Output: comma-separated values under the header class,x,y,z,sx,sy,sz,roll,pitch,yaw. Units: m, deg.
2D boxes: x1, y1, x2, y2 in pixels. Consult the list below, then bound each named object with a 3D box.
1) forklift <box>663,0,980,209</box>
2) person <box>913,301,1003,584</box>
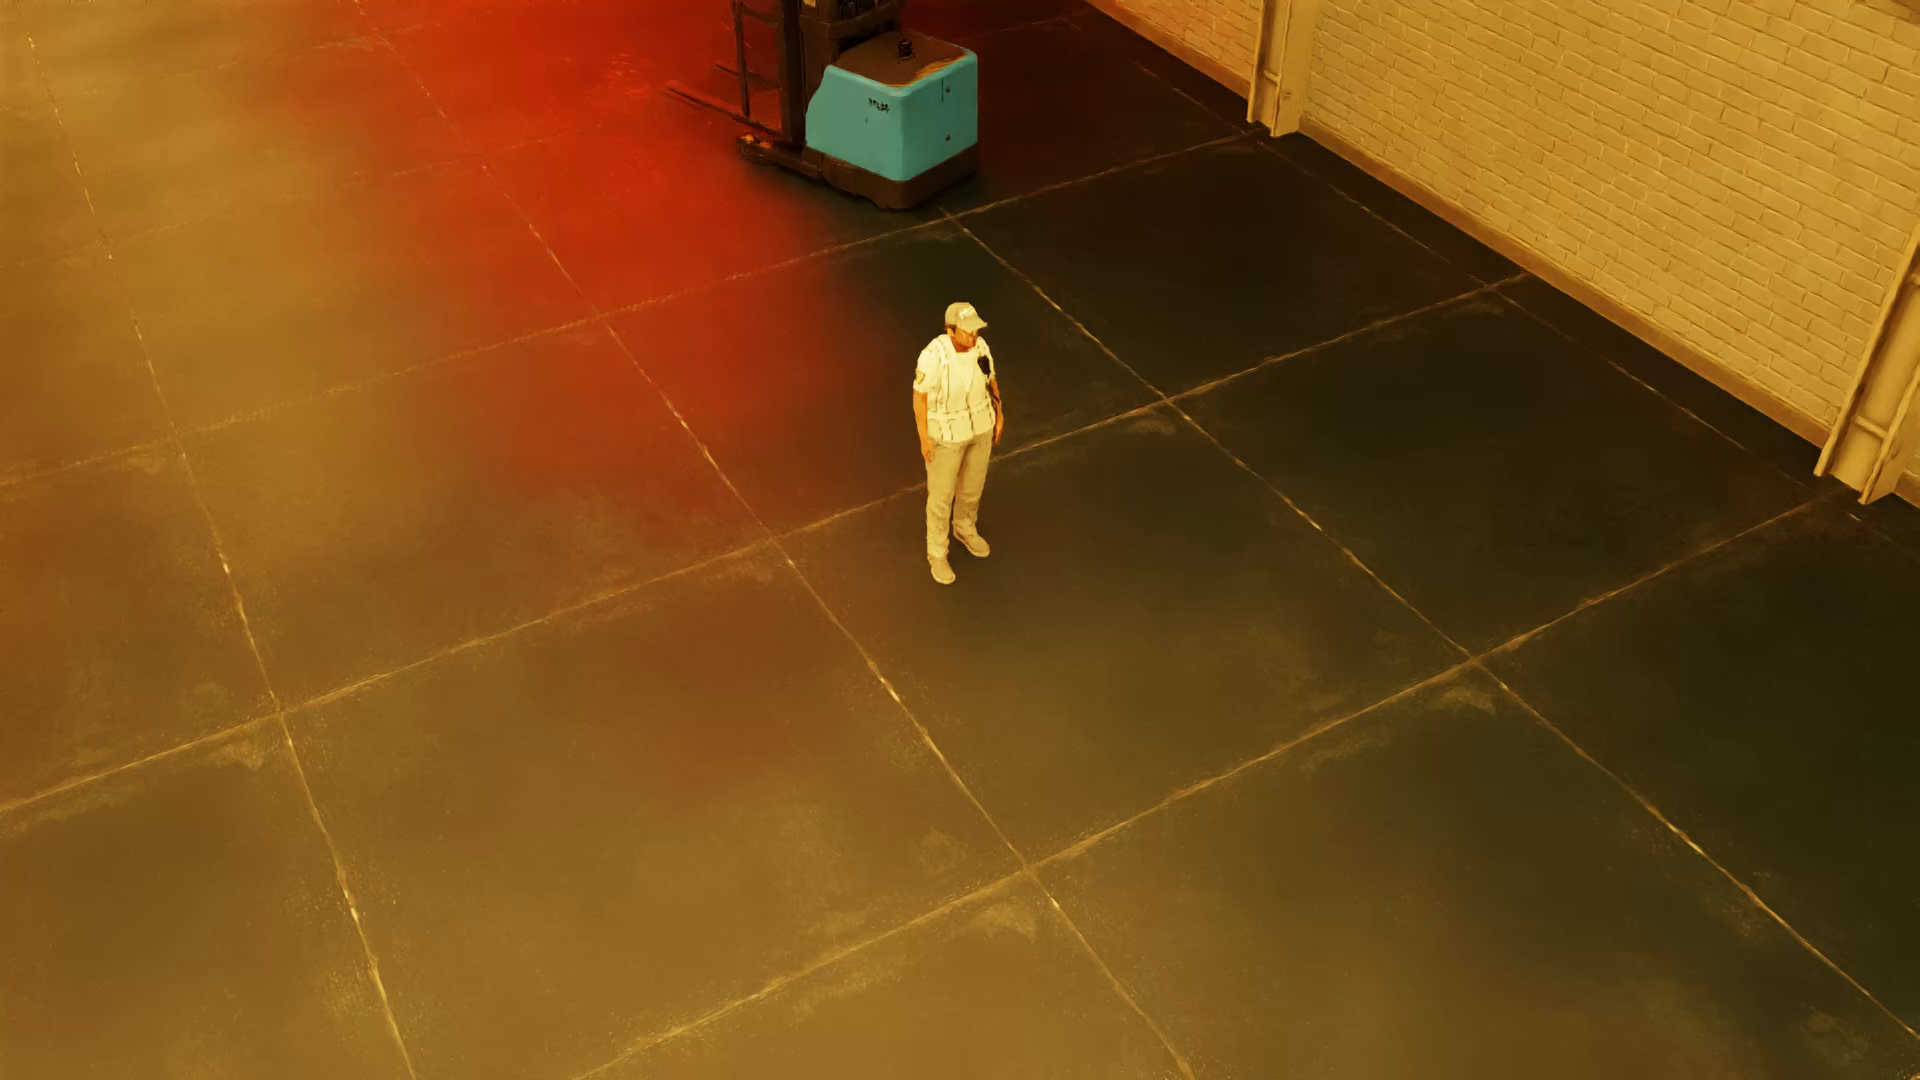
class,x,y,z,sx,sy,sz,roll,pitch,yaw
forklift,-1.292,-4.599,13.581,3.031,2.935,1.130,28,47,30
person,0.016,-0.596,9.735,0.593,1.669,0.529,-20,44,-23
